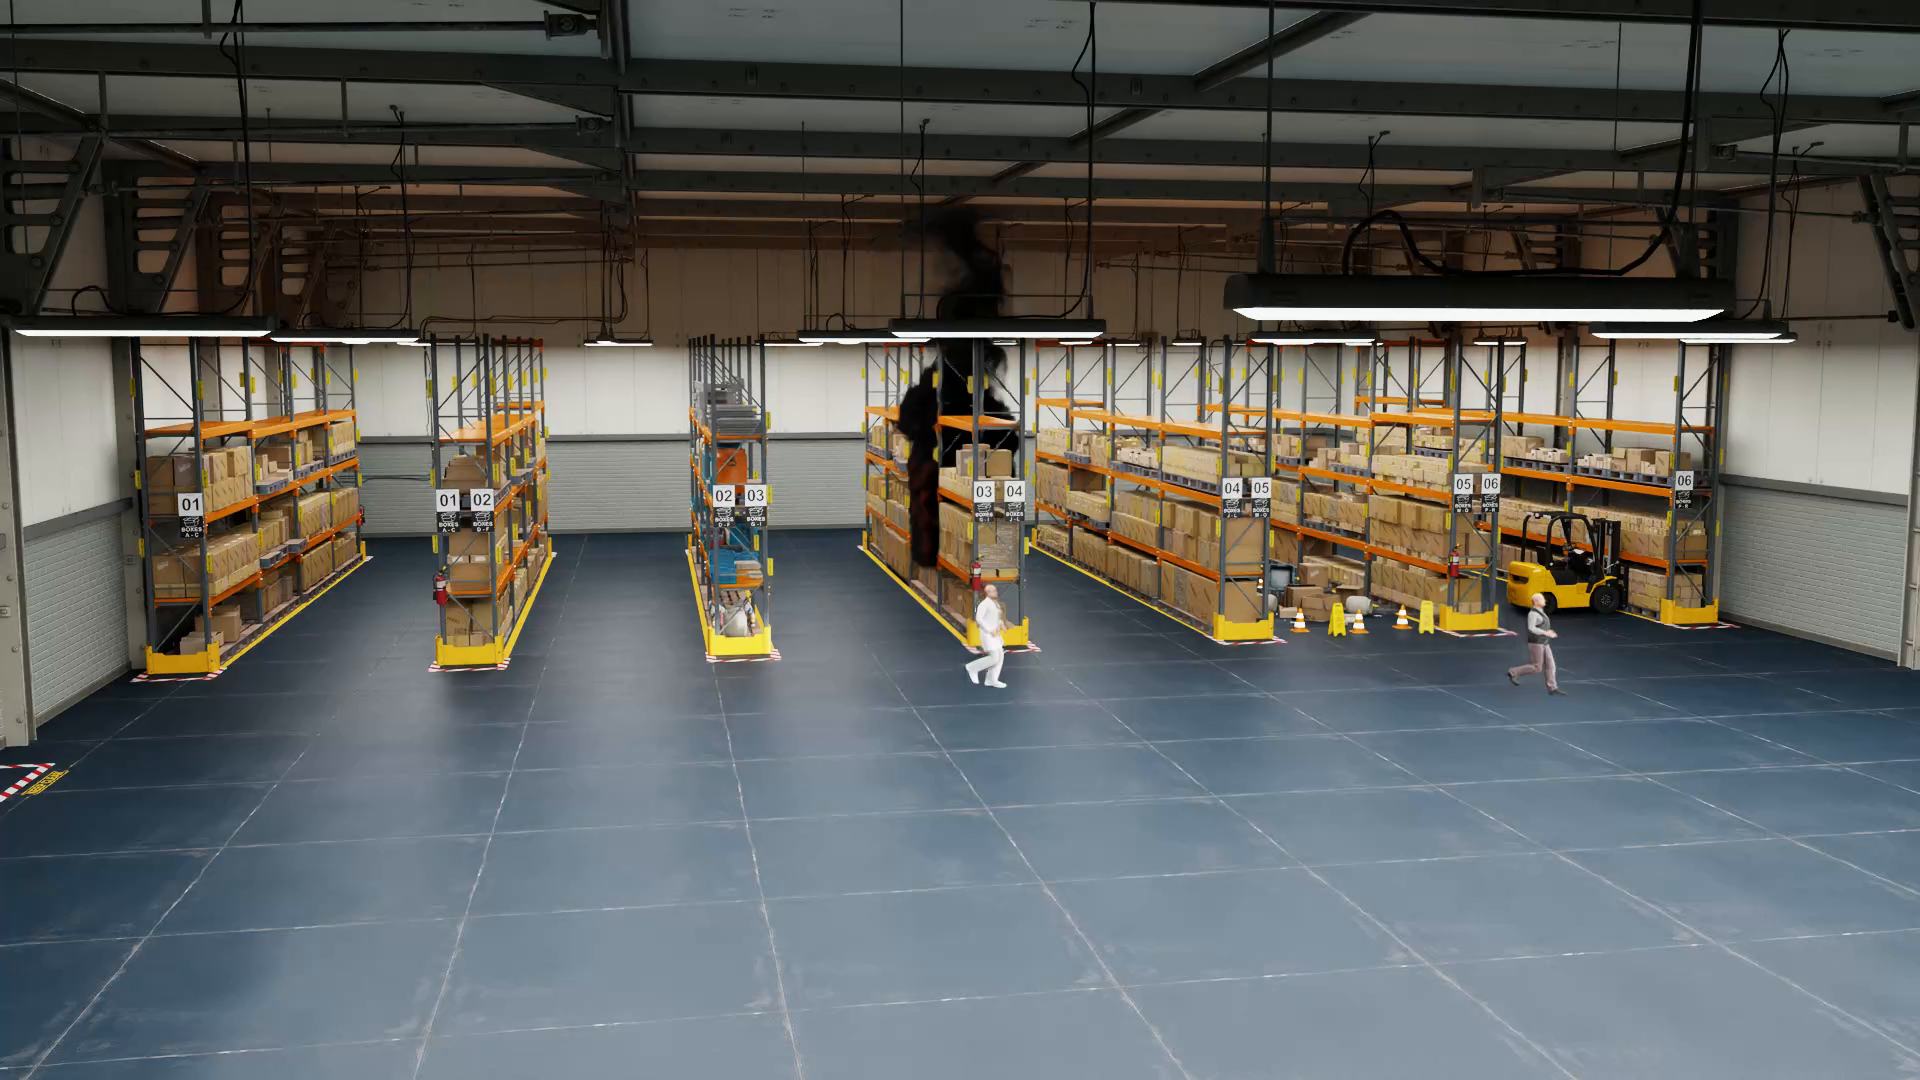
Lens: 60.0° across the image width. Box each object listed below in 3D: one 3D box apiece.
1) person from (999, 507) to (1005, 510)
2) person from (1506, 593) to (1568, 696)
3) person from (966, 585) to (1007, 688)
[{"bbox_3d":[1.074,-0.579,47.298,0.764,1.759,1.038,0,7,-4],"label":"person"},{"bbox_3d":[9.603,1.724,27.583,0.971,1.689,0.676,4,8,32],"label":"person"},{"bbox_3d":[0.461,1.626,28.304,0.683,1.753,0.736,2,7,18],"label":"person"}]
